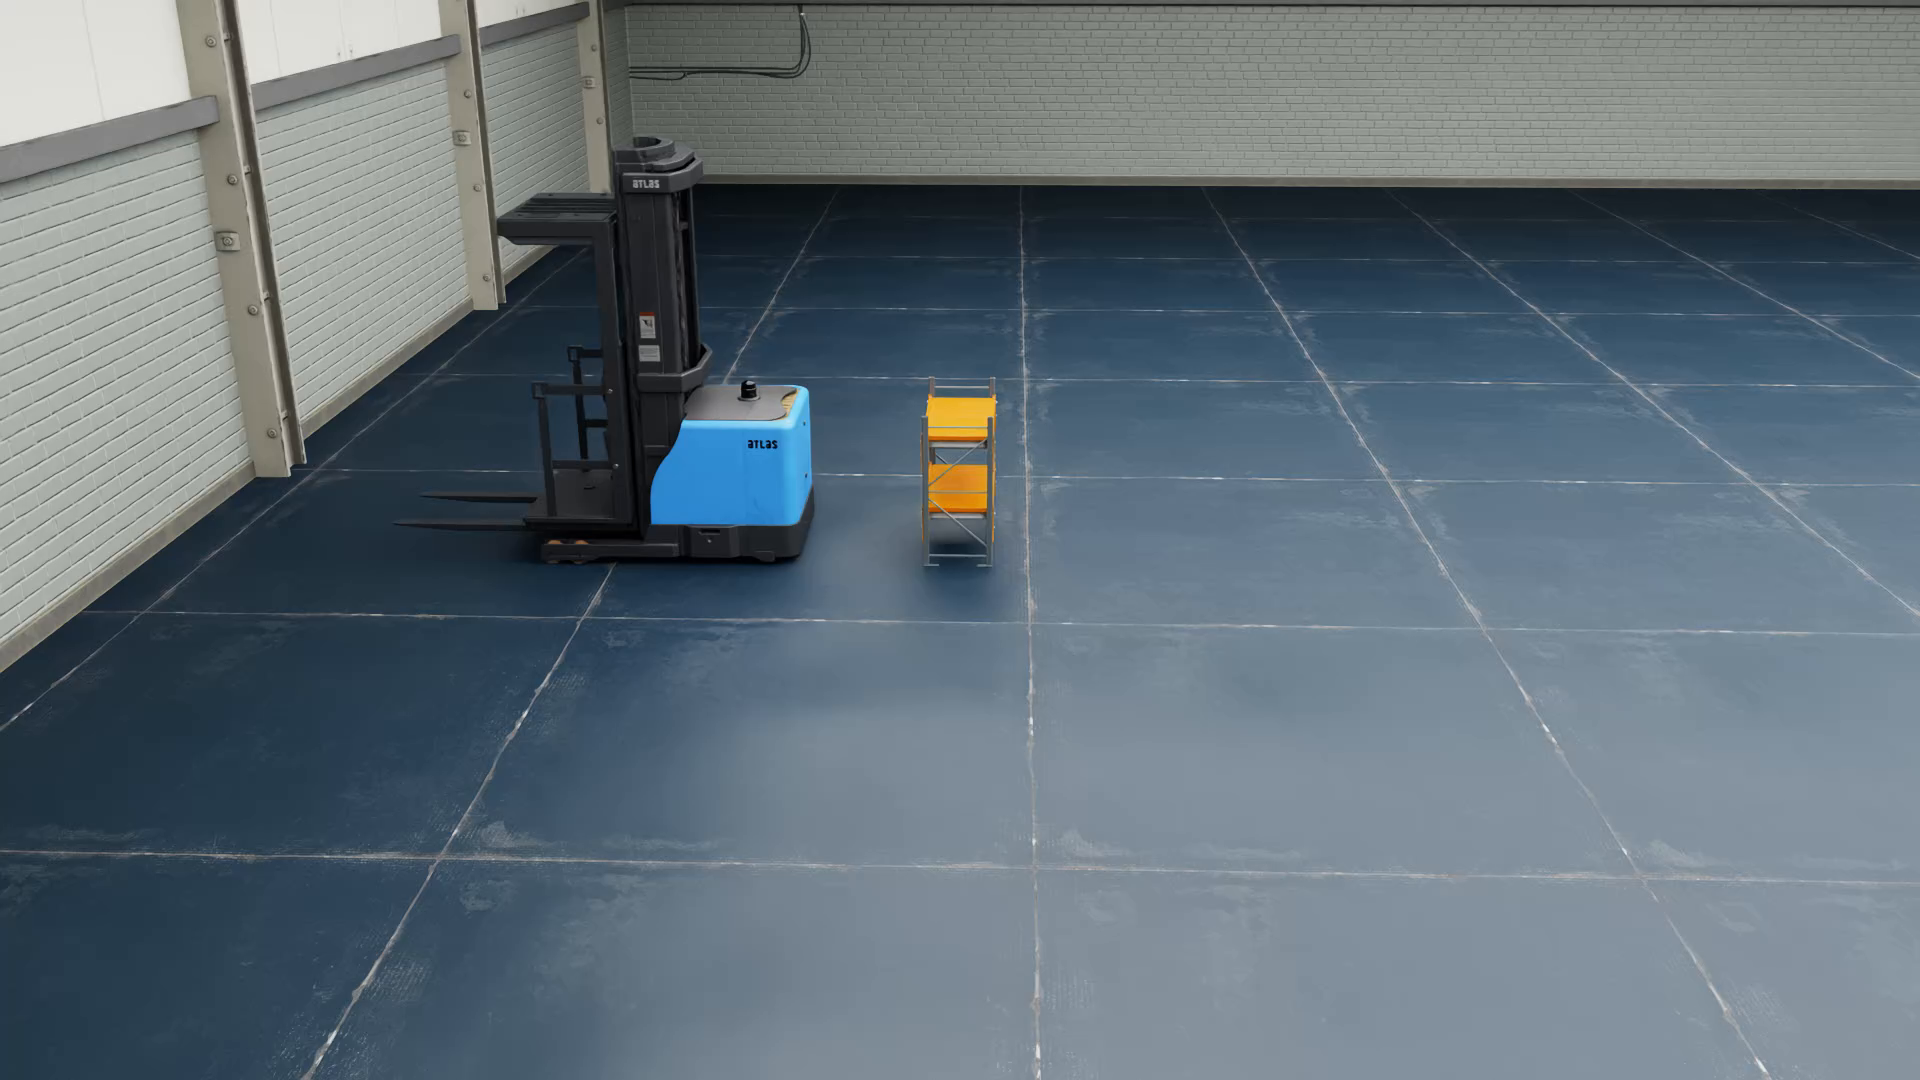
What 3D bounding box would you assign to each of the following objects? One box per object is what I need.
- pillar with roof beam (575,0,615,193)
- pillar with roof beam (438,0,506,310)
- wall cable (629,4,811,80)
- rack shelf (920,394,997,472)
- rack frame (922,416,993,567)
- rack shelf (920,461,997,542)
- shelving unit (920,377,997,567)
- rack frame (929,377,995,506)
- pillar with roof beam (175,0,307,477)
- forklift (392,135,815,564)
[{"bbox_3d":[-1.089,-9.086,23.505,9.100,9.000,0.400,1,21,2],"label":"pillar with roof beam"},{"bbox_3d":[-1.271,-6.916,17.914,9.100,9.000,0.400,1,21,2],"label":"pillar with roof beam"},{"bbox_3d":[-3.980,-8.736,26.896,3.097,2.526,0.112,1,21,2],"label":"wall cable"},{"bbox_3d":[0.000,-0.795,12.213,0.538,0.278,1.000,1,21,2],"label":"rack shelf"},{"bbox_3d":[-0.016,-0.338,11.845,0.500,1.125,0.032,1,21,2],"label":"rack frame"},{"bbox_3d":[0.000,-0.294,12.408,0.538,0.278,1.000,1,21,2],"label":"rack shelf"},{"bbox_3d":[0.000,-0.522,12.319,0.538,1.125,1.048,1,21,2],"label":"shelving unit"},{"bbox_3d":[0.015,-0.706,12.793,0.500,1.125,0.032,1,21,2],"label":"rack frame"},{"bbox_3d":[-1.454,-4.747,12.323,9.100,9.000,0.400,1,21,2],"label":"pillar with roof beam"},{"bbox_3d":[-2.655,-1.383,12.042,3.031,2.935,1.130,1,21,2],"label":"forklift"}]
